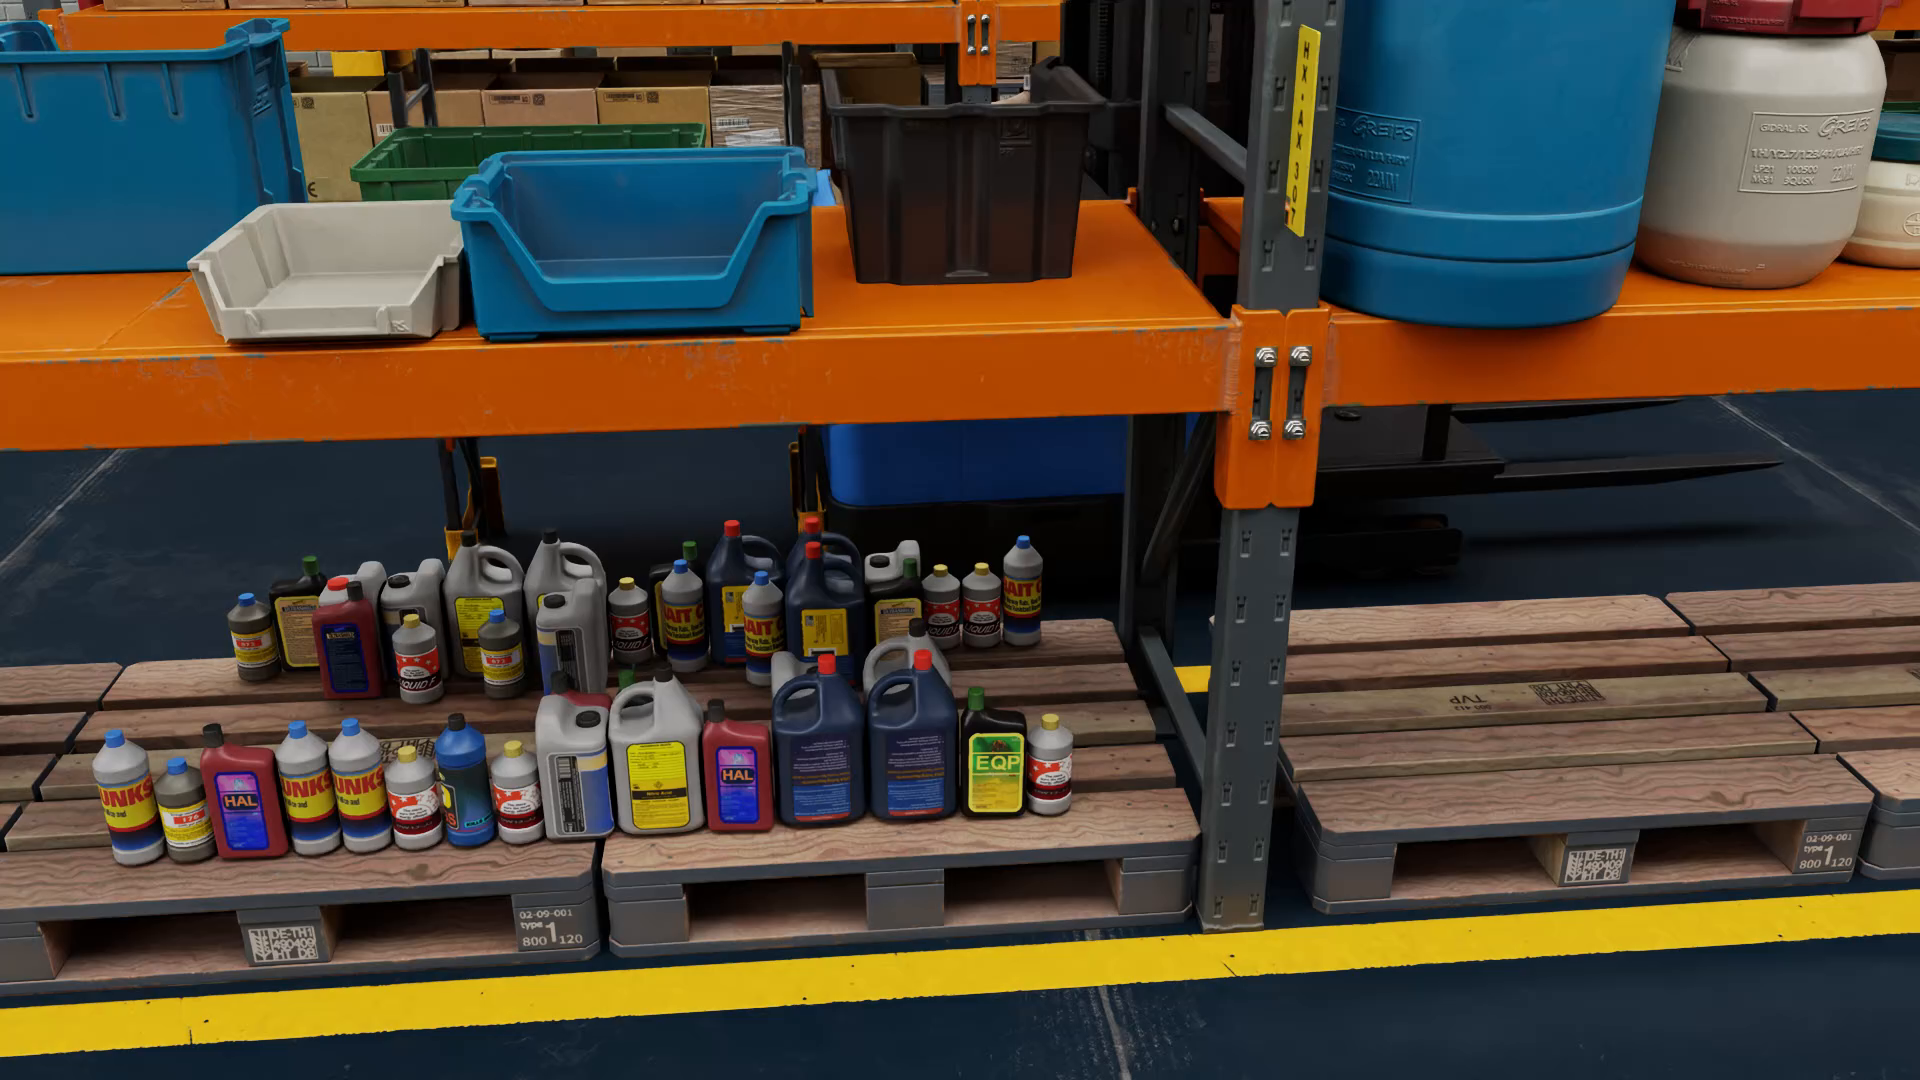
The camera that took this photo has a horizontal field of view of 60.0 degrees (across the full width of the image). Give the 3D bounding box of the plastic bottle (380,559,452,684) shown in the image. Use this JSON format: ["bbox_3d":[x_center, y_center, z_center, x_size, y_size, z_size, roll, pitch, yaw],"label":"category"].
[{"bbox_3d":[-1.290,0.186,3.951,0.135,0.276,0.152,-3,24,-7],"label":"plastic bottle"}]

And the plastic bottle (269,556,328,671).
[{"bbox_3d":[-1.567,0.175,3.967,0.133,0.283,0.061,-2,24,-4],"label":"plastic bottle"}]

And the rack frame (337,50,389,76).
[{"bbox_3d":[-4.439,-4.607,11.923,0.127,3.000,1.000,-2,24,-5],"label":"rack frame"}]

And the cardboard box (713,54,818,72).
[{"bbox_3d":[-0.957,-2.128,8.290,0.500,0.500,0.500,-2,24,-5],"label":"cardboard box"}]

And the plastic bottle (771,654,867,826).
[{"bbox_3d":[-0.289,0.397,3.384,0.185,0.351,0.144,-3,24,-8],"label":"plastic bottle"}]

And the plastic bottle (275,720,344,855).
[{"bbox_3d":[-1.290,0.483,3.289,0.097,0.271,0.097,0,24,0],"label":"plastic bottle"}]

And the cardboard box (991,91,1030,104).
[{"bbox_3d":[0.407,-2.089,8.434,0.500,0.311,0.500,-2,24,-5],"label":"cardboard box"}]

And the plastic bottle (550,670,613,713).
[{"bbox_3d":[-0.783,0.402,3.455,0.133,0.283,0.061,-2,24,-5],"label":"plastic bottle"}]

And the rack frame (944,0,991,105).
[{"bbox_3d":[0.032,-2.765,7.778,0.127,3.000,1.000,-2,24,-5],"label":"rack frame"}]

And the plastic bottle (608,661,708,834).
[{"bbox_3d":[-0.610,0.409,3.355,0.185,0.351,0.144,-2,24,-5],"label":"plastic bottle"}]

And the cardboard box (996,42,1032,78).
[{"bbox_3d":[0.272,-3.862,12.782,0.500,0.500,0.700,-1,24,-3],"label":"cardboard box"}]

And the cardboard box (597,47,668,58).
[{"bbox_3d":[-2.440,-3.689,12.393,0.500,0.500,0.700,-4,24,-8],"label":"cardboard box"}]

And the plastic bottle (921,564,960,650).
[{"bbox_3d":[-0.048,0.159,4.104,0.097,0.201,0.097,0,24,0],"label":"plastic bottle"}]

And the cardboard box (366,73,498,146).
[{"bbox_3d":[-2.400,-1.861,7.688,0.500,0.500,0.500,-2,24,-5],"label":"cardboard box"}]

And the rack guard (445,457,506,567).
[{"bbox_3d":[-1.453,-0.027,5.004,0.087,0.250,0.587,-3,24,-7],"label":"rack guard"}]

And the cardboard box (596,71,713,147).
[{"bbox_3d":[-1.404,-1.900,7.775,0.500,0.500,0.500,-2,24,-5],"label":"cardboard box"}]

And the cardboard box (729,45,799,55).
[{"bbox_3d":[-1.488,-3.768,12.571,0.500,0.500,0.500,-4,24,-9],"label":"cardboard box"}]

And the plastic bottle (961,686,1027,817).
[{"bbox_3d":[0.069,0.430,3.392,0.133,0.283,0.061,-1,24,-3],"label":"plastic bottle"}]

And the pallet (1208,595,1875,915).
[{"bbox_3d":[1.293,0.464,3.945,1.213,0.211,1.003,-2,24,-5],"label":"pallet"}]

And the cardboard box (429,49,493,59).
[{"bbox_3d":[-3.742,-3.571,12.360,0.500,0.311,0.500,-5,24,-11],"label":"cardboard box"}]

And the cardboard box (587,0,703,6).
[{"bbox_3d":[-1.433,-2.748,7.617,0.500,0.500,0.700,-2,24,-4],"label":"cardboard box"}]

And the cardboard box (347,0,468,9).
[{"bbox_3d":[-2.466,-2.705,7.519,0.500,0.500,0.700,-2,24,-5],"label":"cardboard box"}]

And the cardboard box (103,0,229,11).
[{"bbox_3d":[-3.483,-2.664,7.428,0.500,0.500,0.700,-2,24,-5],"label":"cardboard box"}]

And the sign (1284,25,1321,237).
[{"bbox_3d":[0.558,-0.666,2.715,0.005,0.325,0.100,-2,24,-5],"label":"sign"}]

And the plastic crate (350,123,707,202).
[{"bbox_3d":[-0.864,-0.726,3.451,0.662,0.188,0.450,-2,24,-5],"label":"plastic crate"}]

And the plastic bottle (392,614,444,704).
[{"bbox_3d":[-1.259,0.269,3.855,0.097,0.201,0.097,0,24,0],"label":"plastic bottle"}]

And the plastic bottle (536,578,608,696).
[{"bbox_3d":[-0.900,0.229,3.854,0.135,0.276,0.152,-2,24,-5],"label":"plastic bottle"}]

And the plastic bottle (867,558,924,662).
[{"bbox_3d":[-0.153,0.180,3.955,0.133,0.283,0.061,-2,24,-5],"label":"plastic bottle"}]

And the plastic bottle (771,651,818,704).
[{"bbox_3d":[-0.328,0.372,3.532,0.135,0.276,0.152,-2,24,-5],"label":"plastic bottle"}]

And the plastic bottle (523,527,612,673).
[{"bbox_3d":[-0.940,0.136,3.971,0.185,0.351,0.144,-2,24,-6],"label":"plastic bottle"}]

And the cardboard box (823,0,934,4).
[{"bbox_3d":[-0.409,-2.790,7.712,0.500,0.500,0.700,-3,24,-7],"label":"cardboard box"}]

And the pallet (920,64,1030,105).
[{"bbox_3d":[0.316,-3.525,12.920,1.213,0.211,1.003,-2,24,-5],"label":"pallet"}]

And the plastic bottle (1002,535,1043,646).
[{"bbox_3d":[0.155,0.119,4.108,0.097,0.271,0.097,0,24,0],"label":"plastic bottle"}]

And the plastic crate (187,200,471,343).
[{"bbox_3d":[-1.076,-0.475,2.950,0.437,0.136,0.530,-2,24,-5],"label":"plastic crate"}]

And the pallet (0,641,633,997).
[{"bbox_3d":[-1.374,0.571,3.704,1.213,0.211,1.003,-2,24,-5],"label":"pallet"}]

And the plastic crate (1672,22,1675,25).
[{"bbox_3d":[1.582,-0.925,3.658,0.575,0.384,0.392,-2,24,-5],"label":"plastic crate"}]

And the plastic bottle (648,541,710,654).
[{"bbox_3d":[-0.685,0.139,4.046,0.133,0.283,0.061,-1,24,-3],"label":"plastic bottle"}]

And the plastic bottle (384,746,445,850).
[{"bbox_3d":[-1.092,0.507,3.321,0.097,0.201,0.097,0,24,0],"label":"plastic bottle"}]

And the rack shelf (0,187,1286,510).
[{"bbox_3d":[-1.475,-0.354,3.239,4.000,0.370,1.077,-2,24,-5],"label":"rack shelf"}]

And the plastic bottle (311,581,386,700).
[{"bbox_3d":[-1.417,0.231,3.841,0.133,0.283,0.061,-2,24,-5],"label":"plastic bottle"}]

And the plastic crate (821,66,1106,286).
[{"bbox_3d":[-0.019,-0.765,3.354,0.504,0.338,0.767,-2,24,-5],"label":"plastic crate"}]

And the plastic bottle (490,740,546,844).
[{"bbox_3d":[-0.887,0.498,3.339,0.097,0.201,0.097,0,24,0],"label":"plastic bottle"}]

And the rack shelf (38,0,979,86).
[{"bbox_3d":[-1.959,-2.356,7.744,4.000,0.370,1.077,-2,24,-5],"label":"rack shelf"}]

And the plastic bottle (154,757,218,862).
[{"bbox_3d":[-1.528,0.524,3.281,0.097,0.201,0.097,0,24,0],"label":"plastic bottle"}]

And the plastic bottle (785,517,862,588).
[{"bbox_3d":[-0.329,0.111,4.026,0.185,0.351,0.144,-2,24,-4],"label":"plastic bottle"}]

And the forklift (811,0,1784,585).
[{"bbox_3d":[1.065,-1.432,4.864,3.031,2.935,1.130,-3,24,-7],"label":"forklift"}]

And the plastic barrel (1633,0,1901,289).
[{"bbox_3d":[1.489,-0.774,3.132,0.433,0.535,0.433,0,24,0],"label":"plastic barrel"}]

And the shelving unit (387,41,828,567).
[{"bbox_3d":[-0.960,-0.626,4.813,1.083,1.500,0.587,-3,24,-7],"label":"shelving unit"}]

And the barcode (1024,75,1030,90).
[{"bbox_3d":[0.327,-2.104,7.645,0.075,0.075,0.001,-2,24,-5],"label":"barcode"}]

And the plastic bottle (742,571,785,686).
[{"bbox_3d":[-0.462,0.202,3.920,0.097,0.271,0.097,0,24,0],"label":"plastic bottle"}]

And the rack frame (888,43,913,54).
[{"bbox_3d":[-0.459,-4.767,12.282,0.127,3.000,1.000,-2,24,-5],"label":"rack frame"}]

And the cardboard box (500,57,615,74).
[{"bbox_3d":[-1.953,-2.090,8.205,0.500,0.500,0.500,-2,24,-5],"label":"cardboard box"}]

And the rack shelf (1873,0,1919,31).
[{"bbox_3d":[6.003,-2.676,8.463,4.000,0.370,1.077,-2,24,-5],"label":"rack shelf"}]

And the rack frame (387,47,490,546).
[{"bbox_3d":[-1.473,-0.597,4.747,0.032,1.500,0.500,-3,24,-7],"label":"rack frame"}]

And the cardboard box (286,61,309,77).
[{"bbox_3d":[-3.444,-2.025,8.058,0.500,0.500,0.500,-2,24,-5],"label":"cardboard box"}]
